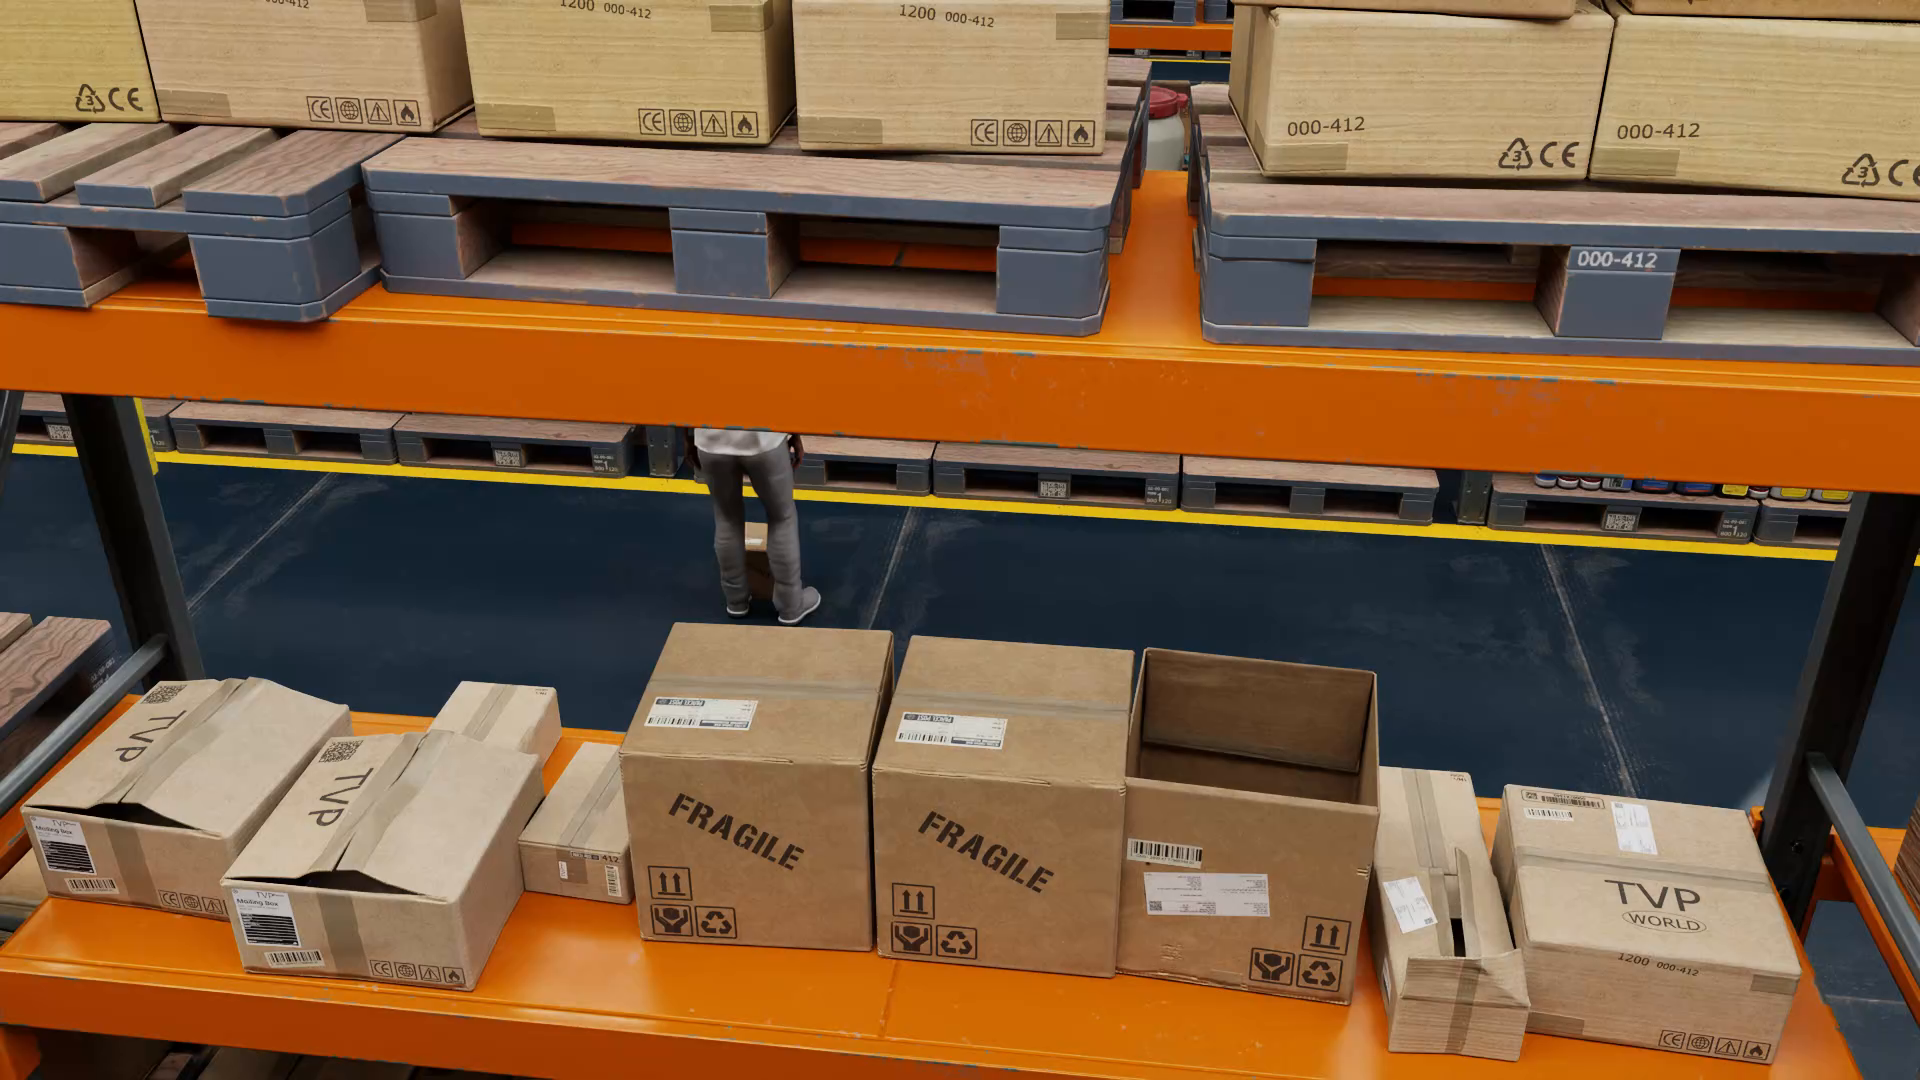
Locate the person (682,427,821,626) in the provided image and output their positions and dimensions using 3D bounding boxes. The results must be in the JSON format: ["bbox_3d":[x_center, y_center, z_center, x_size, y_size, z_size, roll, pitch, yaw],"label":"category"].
[{"bbox_3d":[-0.886,-0.419,6.892,0.531,1.661,0.426,2,29,3],"label":"person"}]
